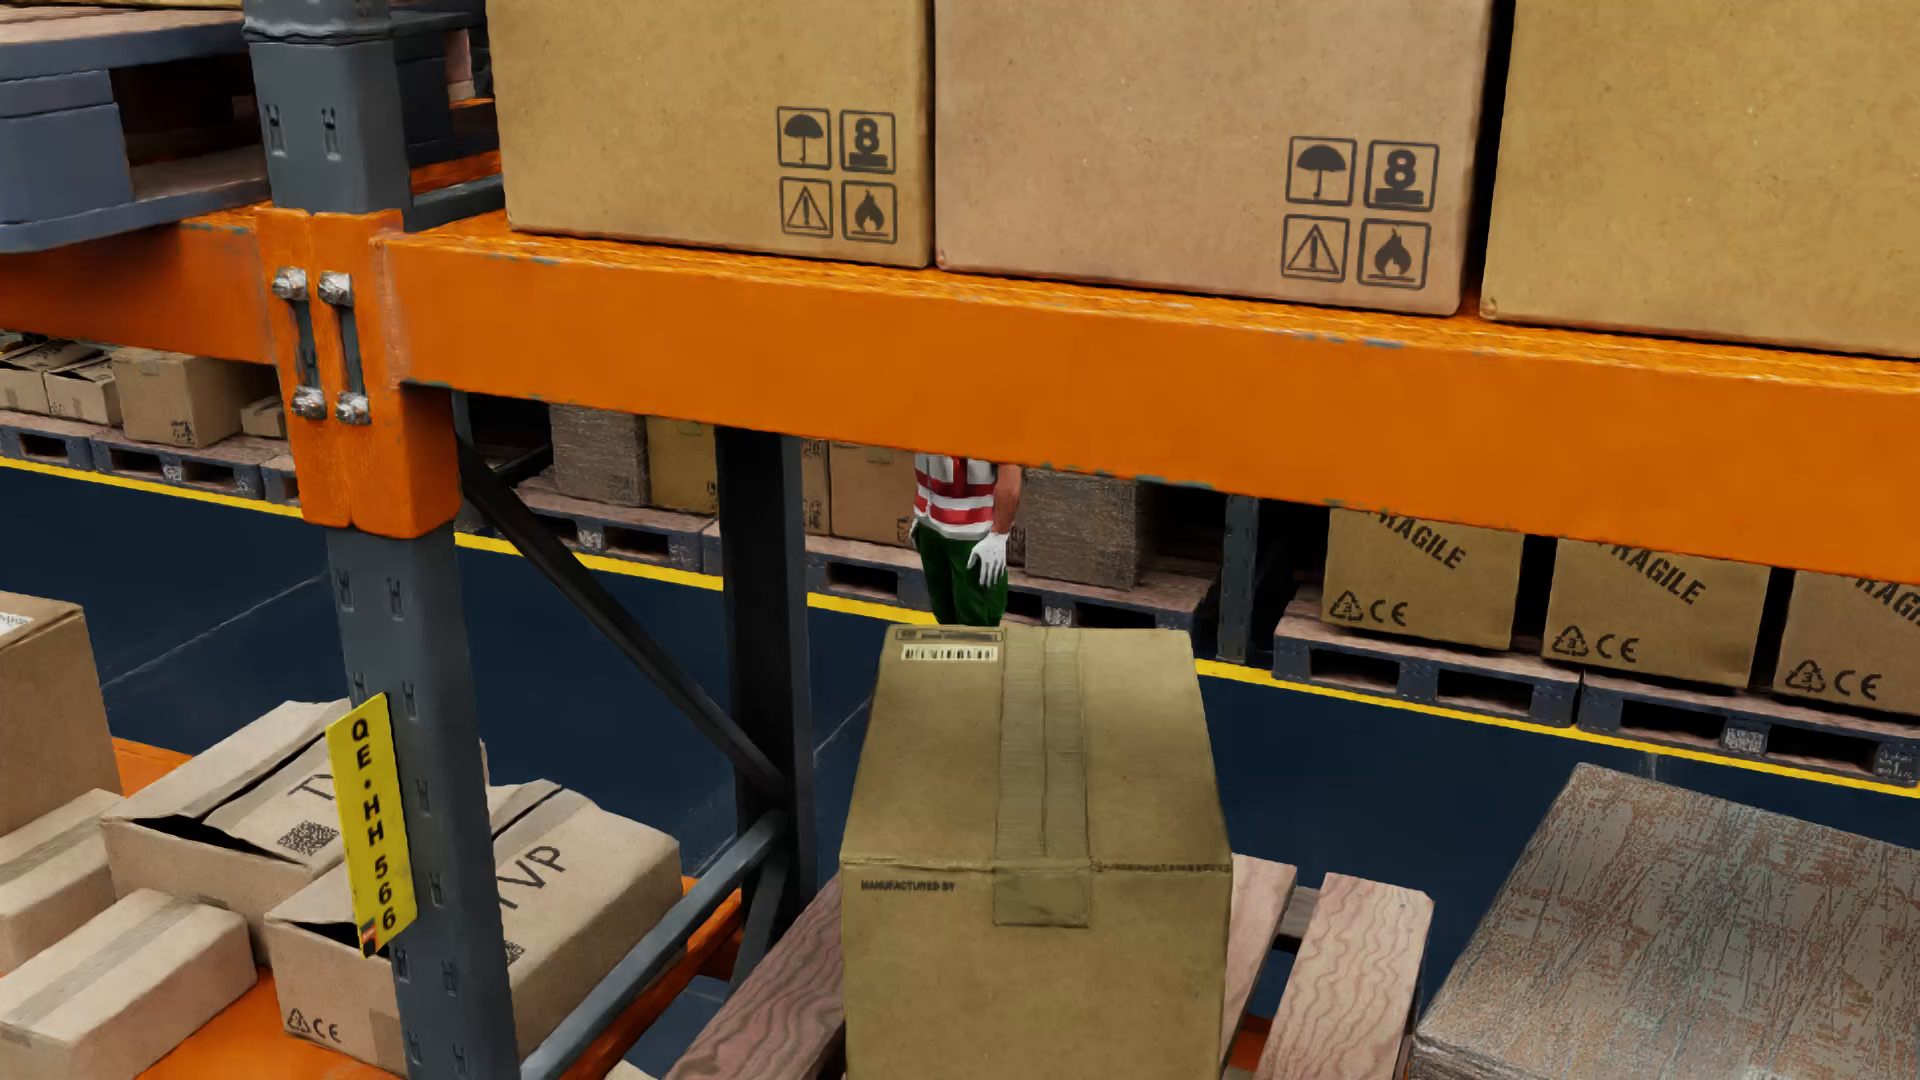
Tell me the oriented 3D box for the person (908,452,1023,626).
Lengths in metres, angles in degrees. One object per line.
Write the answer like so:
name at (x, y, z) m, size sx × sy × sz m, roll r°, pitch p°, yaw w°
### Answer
person at (-0.004, -0.050, 6.132) m, size 0.354 × 1.800 × 0.541 m, roll -14°, pitch 26°, yaw -31°
